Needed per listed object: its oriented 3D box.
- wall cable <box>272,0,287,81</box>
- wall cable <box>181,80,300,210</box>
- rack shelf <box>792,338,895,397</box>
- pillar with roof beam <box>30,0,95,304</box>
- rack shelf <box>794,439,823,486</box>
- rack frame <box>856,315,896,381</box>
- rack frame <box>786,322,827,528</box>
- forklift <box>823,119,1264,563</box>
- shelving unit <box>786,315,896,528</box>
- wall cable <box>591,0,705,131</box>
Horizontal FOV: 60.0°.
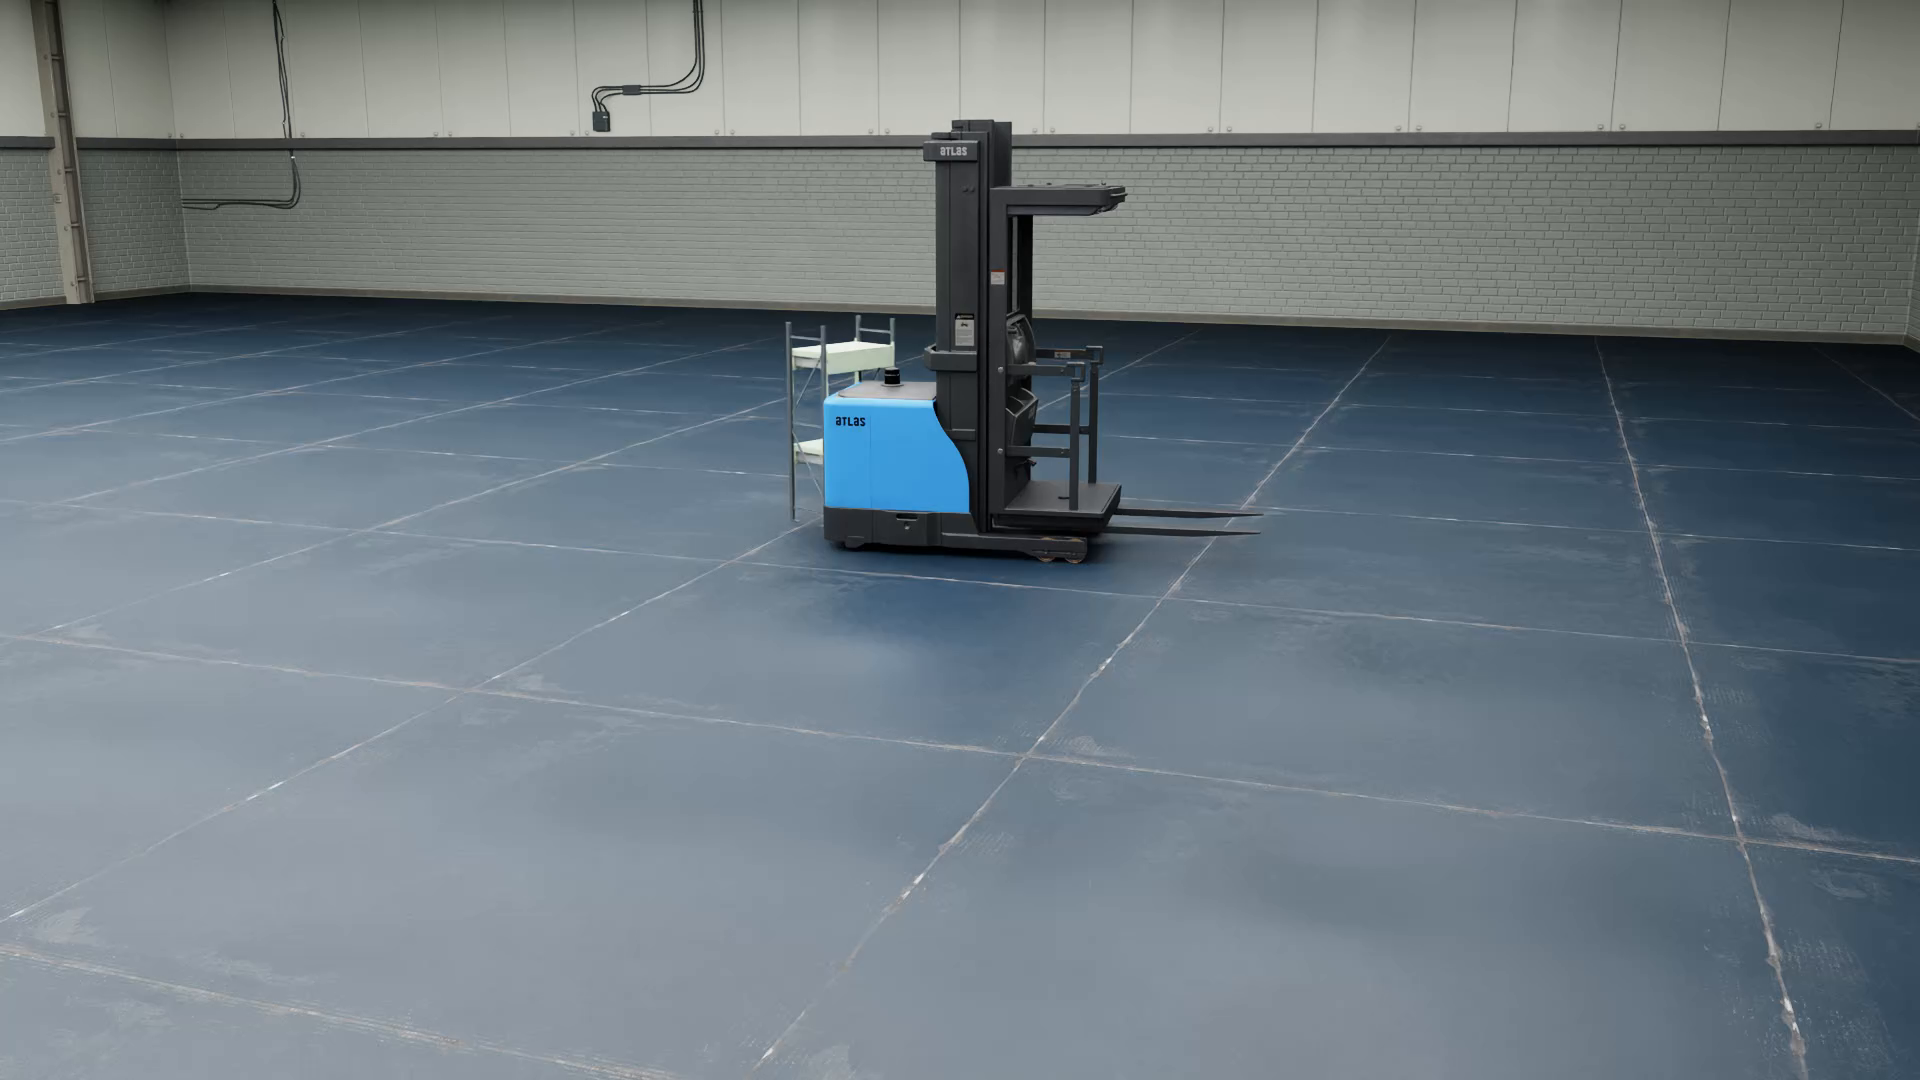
[{"bbox_3d":[-12.117,-10.213,32.138,3.097,2.526,0.112,4,14,18],"label":"wall cable"},{"bbox_3d":[-14.677,-7.945,33.553,3.097,2.526,0.112,4,14,18],"label":"wall cable"},{"bbox_3d":[-0.889,-1.292,12.518,0.431,0.370,0.720,11,17,40],"label":"rack shelf"},{"bbox_3d":[-12.808,-8.624,29.549,9.100,9.000,0.400,4,14,18],"label":"pillar with roof beam"},{"bbox_3d":[-0.891,-0.594,12.679,0.431,0.370,0.720,11,17,40],"label":"rack shelf"},{"bbox_3d":[-0.650,-0.973,12.875,0.400,1.500,0.023,11,17,40],"label":"rack frame"},{"bbox_3d":[-1.131,-0.850,12.337,0.400,1.500,0.023,11,17,40],"label":"rack frame"},{"bbox_3d":[0.610,-1.401,11.538,3.031,2.935,1.130,3,13,11],"label":"forklift"},{"bbox_3d":[-0.890,-0.911,12.606,0.431,1.500,0.755,11,17,40],"label":"shelving unit"},{"bbox_3d":[-5.699,-10.430,29.820,2.305,6.003,0.169,4,14,18],"label":"wall cable"}]
